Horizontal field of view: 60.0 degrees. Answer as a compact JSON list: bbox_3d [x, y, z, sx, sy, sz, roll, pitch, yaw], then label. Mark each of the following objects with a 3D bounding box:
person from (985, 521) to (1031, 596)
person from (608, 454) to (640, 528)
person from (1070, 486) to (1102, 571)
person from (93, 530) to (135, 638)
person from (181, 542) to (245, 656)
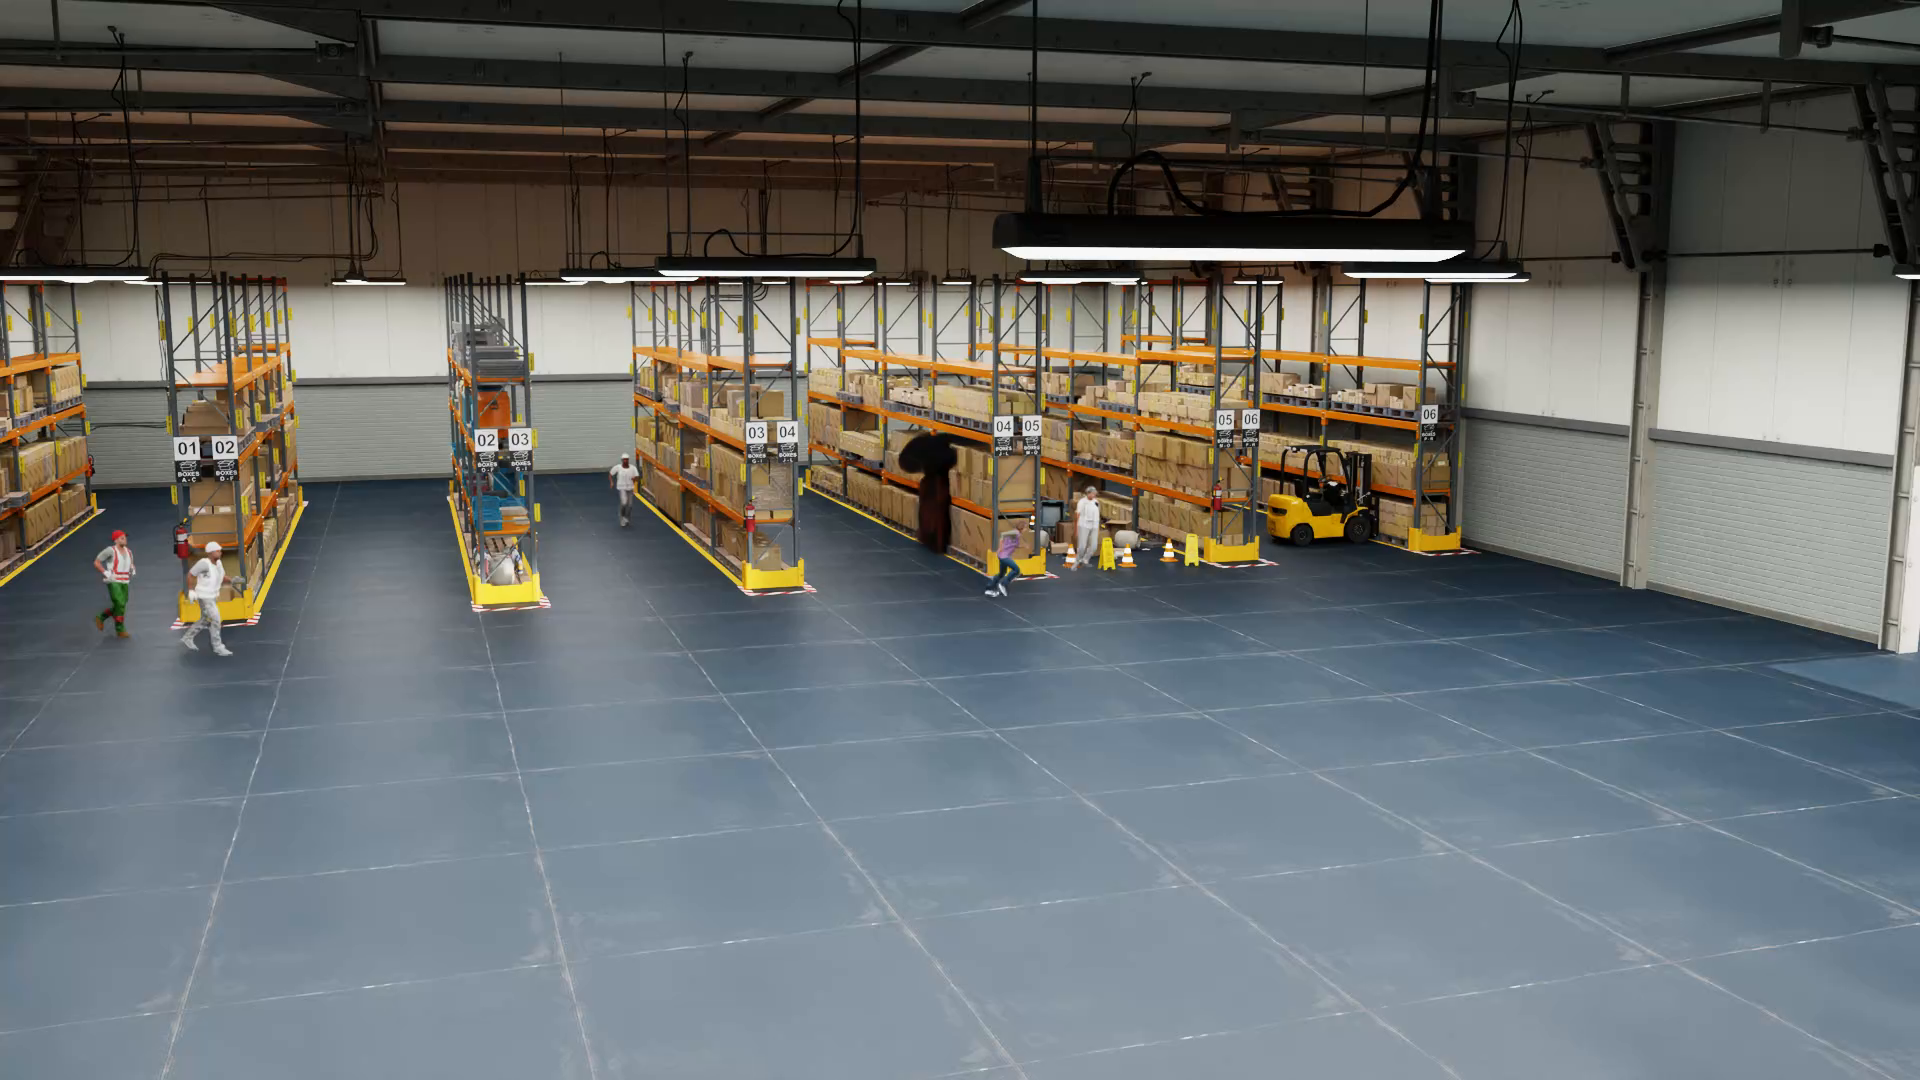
[{"bbox_3d":[0.879,0.406,30.895,0.872,1.321,0.555,2,9,13],"label":"person"},{"bbox_3d":[-8.074,-1.195,40.156,0.688,1.789,0.724,-4,10,-26],"label":"person"},{"bbox_3d":[2.471,-0.229,32.571,0.585,1.671,0.475,-5,10,-29],"label":"person"},{"bbox_3d":[-14.033,0.714,27.677,0.846,1.755,0.703,4,9,25],"label":"person"},{"bbox_3d":[-11.805,0.924,26.130,1.033,1.804,0.655,0,9,3],"label":"person"}]
